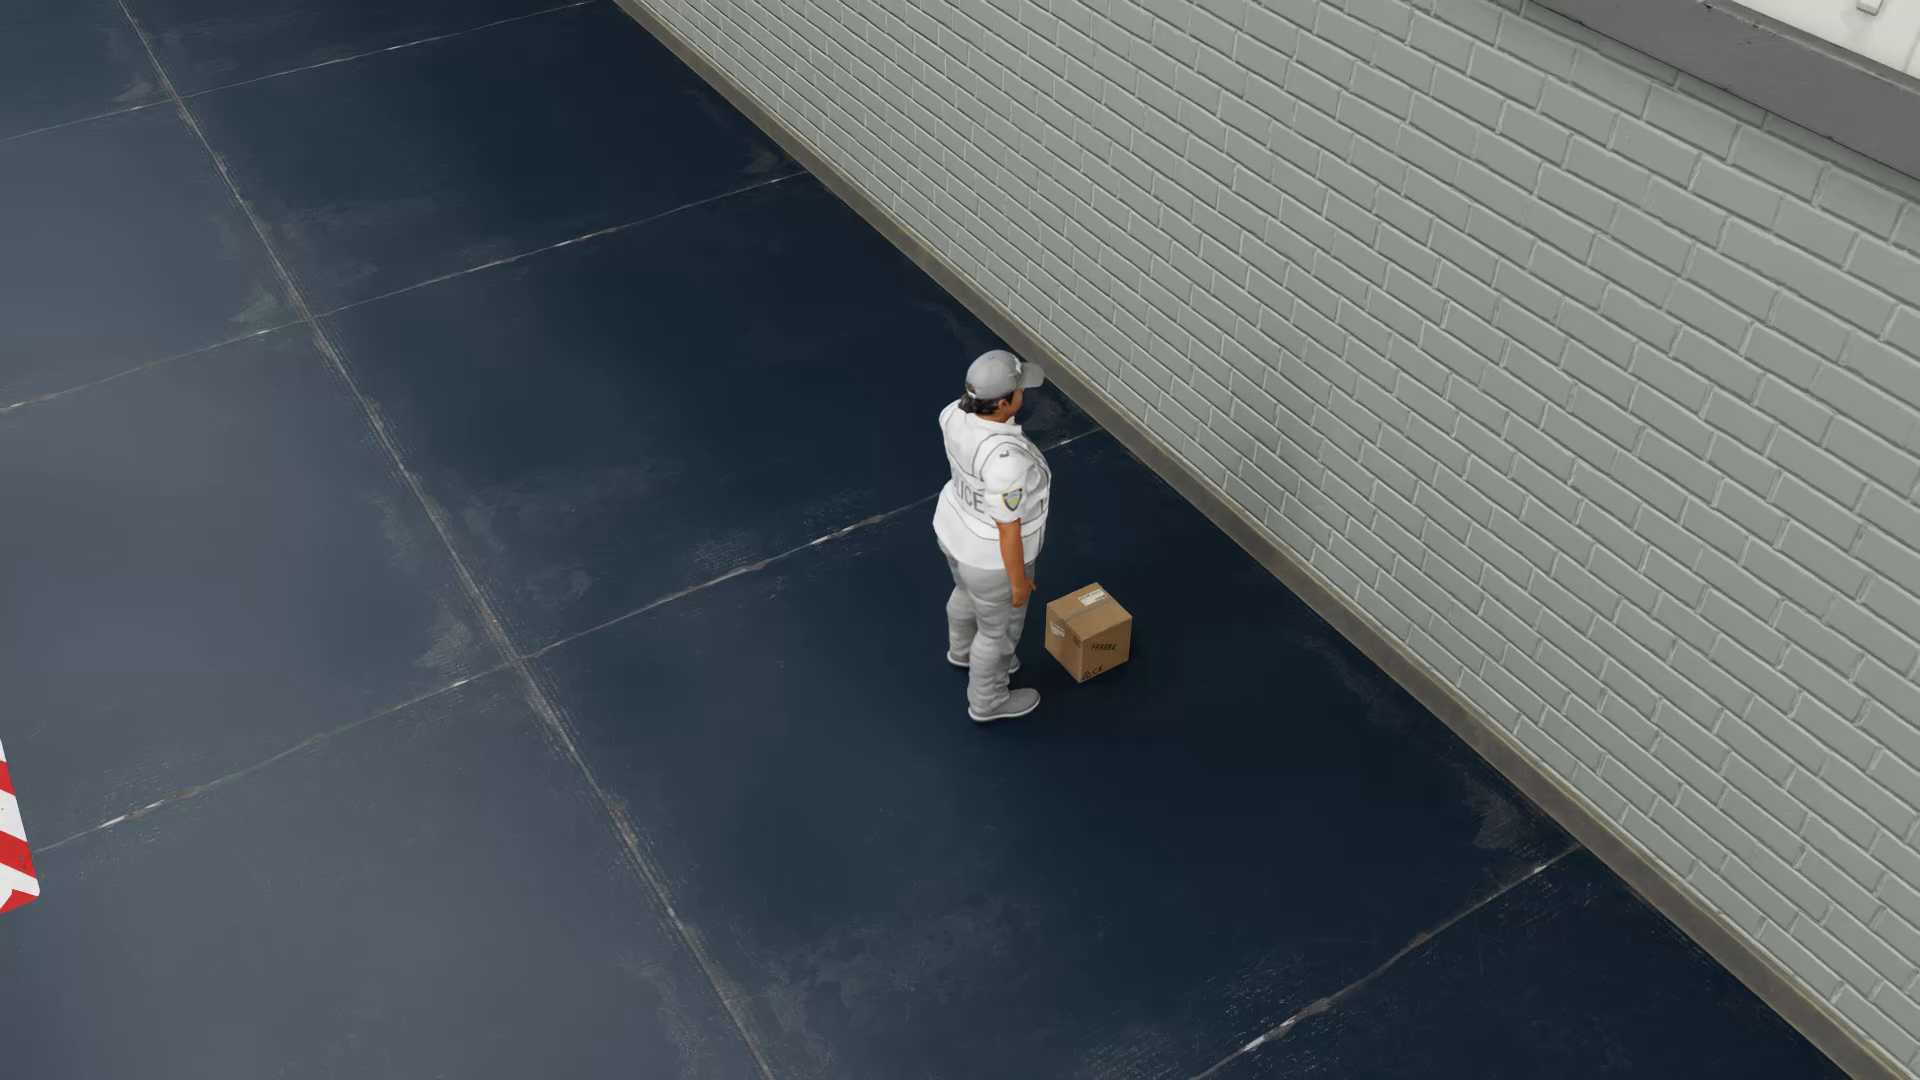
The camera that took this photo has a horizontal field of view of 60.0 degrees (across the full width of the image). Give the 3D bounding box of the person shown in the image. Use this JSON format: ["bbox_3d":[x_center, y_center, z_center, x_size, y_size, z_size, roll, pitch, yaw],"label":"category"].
[{"bbox_3d":[0.112,0.001,6.151,0.394,1.672,0.547,-17,44,-18],"label":"person"}]
